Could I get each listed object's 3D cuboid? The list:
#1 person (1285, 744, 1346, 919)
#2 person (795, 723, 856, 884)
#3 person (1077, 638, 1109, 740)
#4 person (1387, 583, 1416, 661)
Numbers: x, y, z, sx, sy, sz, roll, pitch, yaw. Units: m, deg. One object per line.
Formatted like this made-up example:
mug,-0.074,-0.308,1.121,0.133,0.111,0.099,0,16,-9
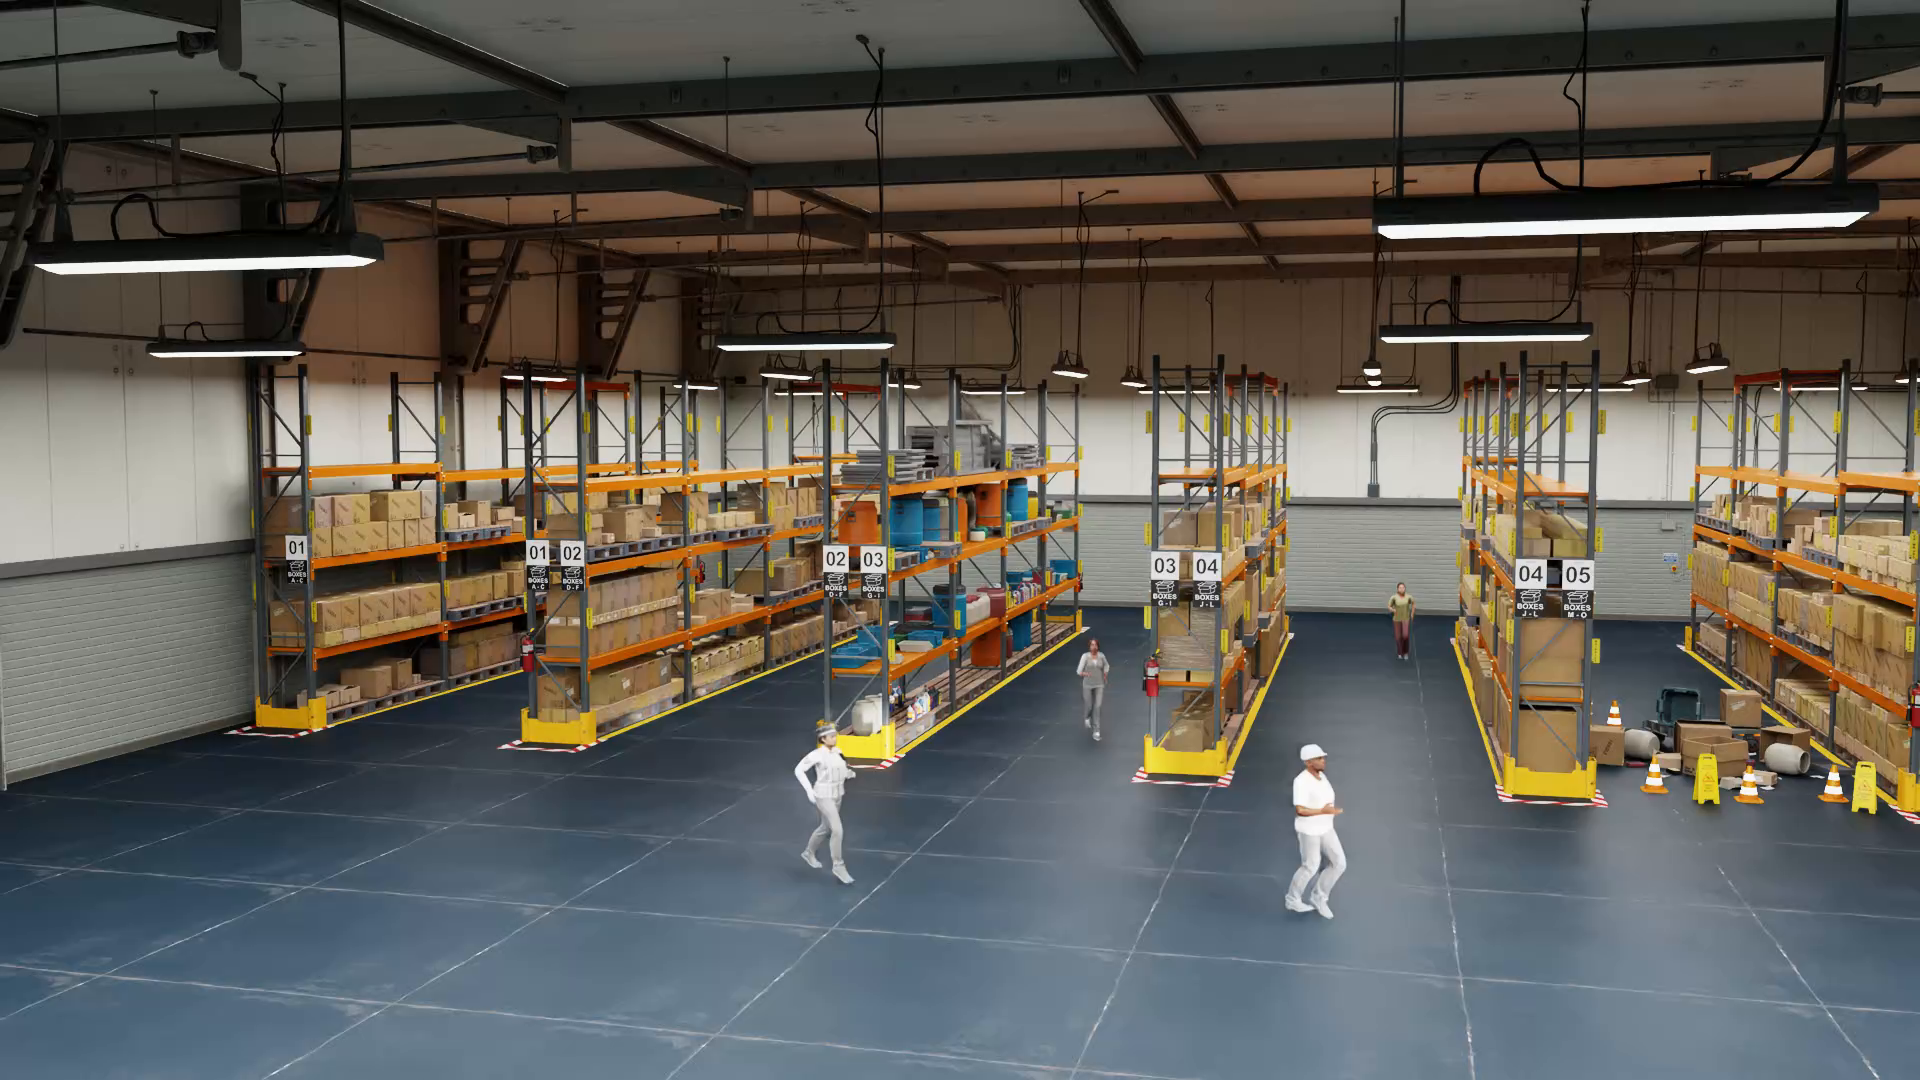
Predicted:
person,3.628,2.966,16.857,0.683,1.794,0.677,4,5,42
person,-1.460,2.880,18.385,0.791,1.741,0.587,2,5,32
person,2.134,2.356,26.565,0.541,1.574,0.867,0,4,-2
person,9.383,1.738,35.368,0.578,1.668,0.653,1,4,18
